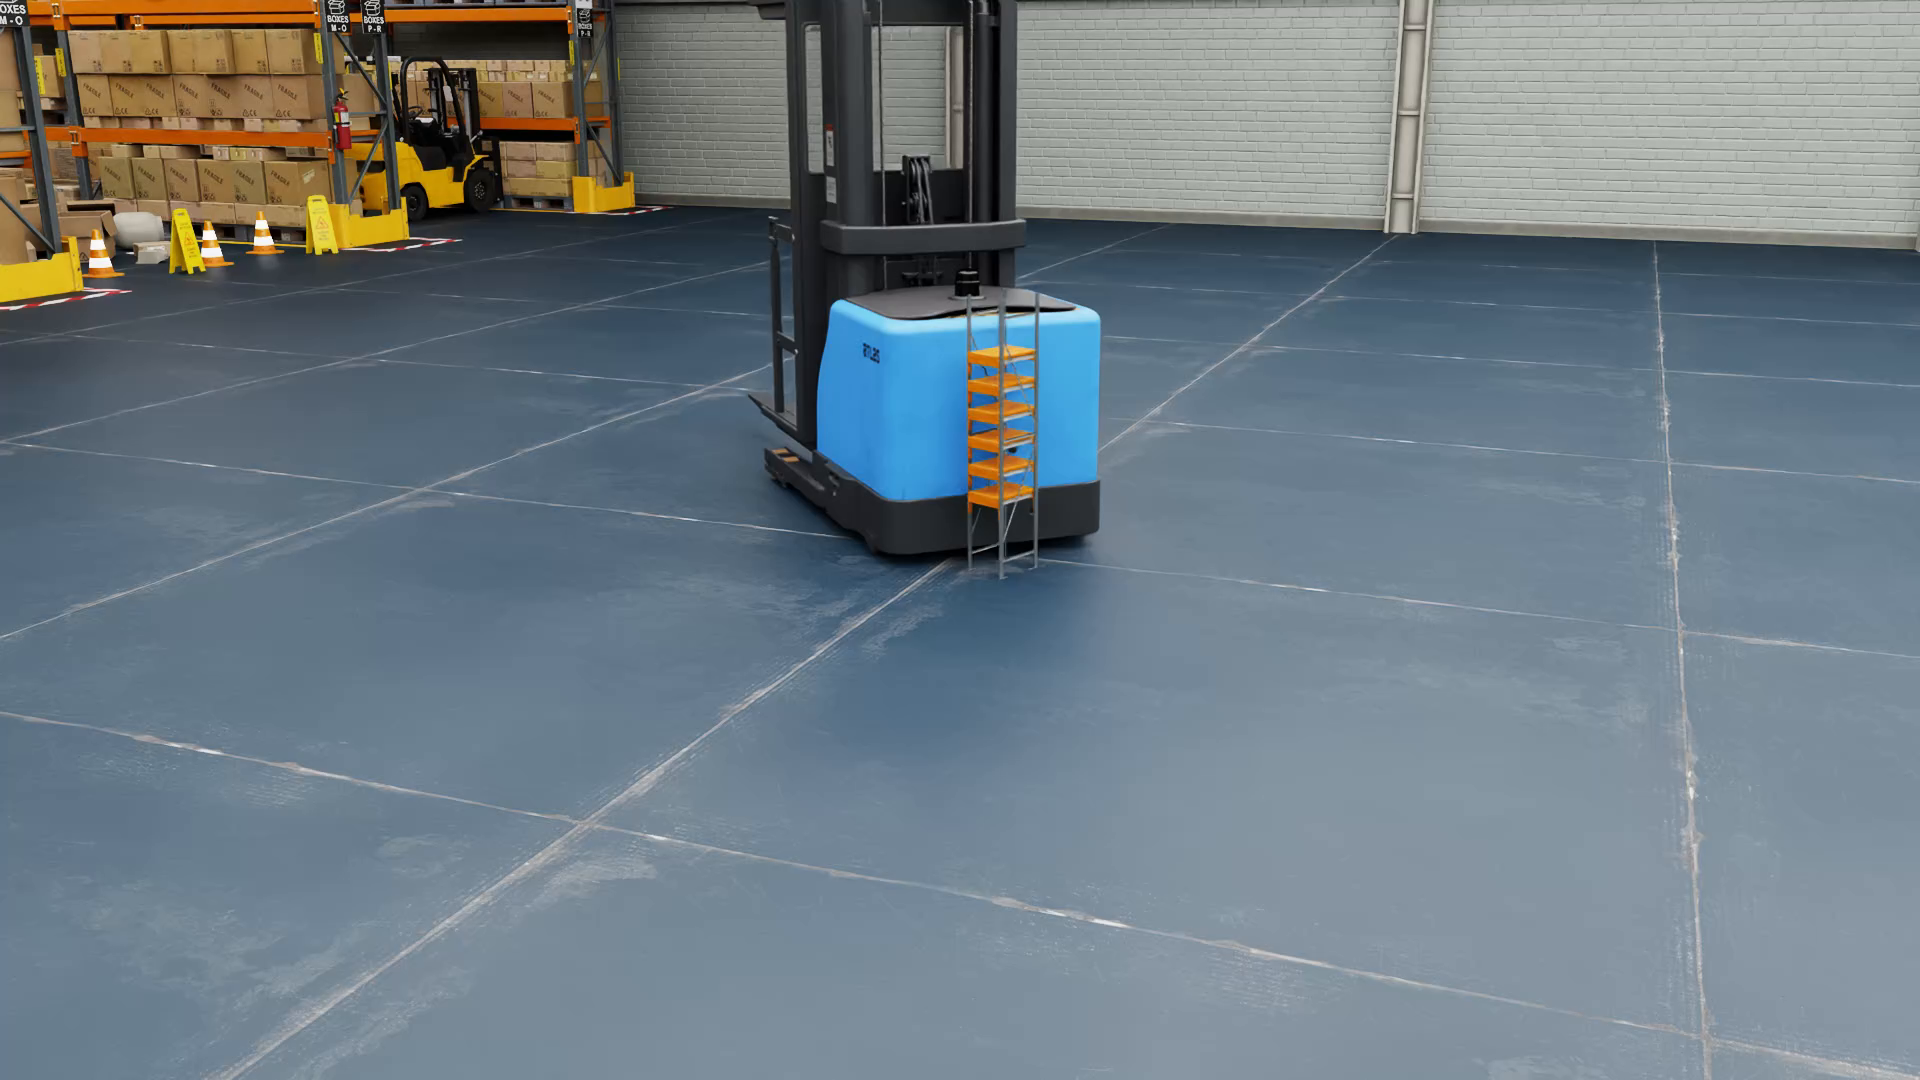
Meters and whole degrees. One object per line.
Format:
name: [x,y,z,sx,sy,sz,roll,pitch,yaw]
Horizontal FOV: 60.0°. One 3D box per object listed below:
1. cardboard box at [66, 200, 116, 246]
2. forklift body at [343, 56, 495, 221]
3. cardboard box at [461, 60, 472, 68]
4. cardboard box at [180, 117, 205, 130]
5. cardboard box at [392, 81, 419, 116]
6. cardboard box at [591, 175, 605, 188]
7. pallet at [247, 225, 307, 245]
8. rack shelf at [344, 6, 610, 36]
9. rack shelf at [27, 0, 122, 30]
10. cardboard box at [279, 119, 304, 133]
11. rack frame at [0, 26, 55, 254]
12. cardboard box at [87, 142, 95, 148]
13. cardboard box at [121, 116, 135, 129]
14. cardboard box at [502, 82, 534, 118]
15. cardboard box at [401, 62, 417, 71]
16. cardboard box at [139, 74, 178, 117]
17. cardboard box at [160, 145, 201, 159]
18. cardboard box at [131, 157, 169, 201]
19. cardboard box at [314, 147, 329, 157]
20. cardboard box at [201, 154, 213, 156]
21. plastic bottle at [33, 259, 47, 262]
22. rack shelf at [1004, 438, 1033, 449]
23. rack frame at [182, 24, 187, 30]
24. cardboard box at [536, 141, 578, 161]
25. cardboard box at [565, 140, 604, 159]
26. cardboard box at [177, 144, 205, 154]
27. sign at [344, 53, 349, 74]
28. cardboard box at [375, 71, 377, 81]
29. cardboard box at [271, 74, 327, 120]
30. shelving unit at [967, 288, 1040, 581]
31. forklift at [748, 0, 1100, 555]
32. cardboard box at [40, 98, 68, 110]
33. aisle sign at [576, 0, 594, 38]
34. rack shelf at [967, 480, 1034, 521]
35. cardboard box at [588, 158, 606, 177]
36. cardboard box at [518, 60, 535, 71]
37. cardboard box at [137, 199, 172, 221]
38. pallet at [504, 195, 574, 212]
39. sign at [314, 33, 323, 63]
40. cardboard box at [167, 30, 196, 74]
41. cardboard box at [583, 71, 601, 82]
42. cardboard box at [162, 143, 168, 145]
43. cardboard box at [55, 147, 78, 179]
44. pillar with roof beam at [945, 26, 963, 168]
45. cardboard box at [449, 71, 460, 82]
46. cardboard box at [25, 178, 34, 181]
cardboard box: [-10.264,-3.749,19.687,0.500,0.500,0.500,-9,18,-27]
forklift body: [-7.656,-5.603,23.115,1.214,2.155,2.313,6,17,21]
cardboard box: [-7.062,-6.929,24.285,0.250,0.149,0.380,7,17,21]
cardboard box: [-9.155,-5.023,20.046,0.250,0.149,0.380,6,17,20]
cardboard box: [-8.136,-6.585,24.795,0.500,0.500,0.500,7,17,22]
cardboard box: [-5.608,-5.272,24.630,0.500,0.250,0.500,6,17,21]
pallet: [-7.854,-3.763,20.256,1.213,0.211,1.003,6,17,21]
rack shelf: [-7.083,-7.589,24.345,4.000,0.370,1.077,6,17,21]
rack shelf: [-12.622,-6.710,21.318,4.000,0.370,1.077,6,17,21]
cardboard box: [-7.743,-4.861,19.488,0.250,0.149,0.380,6,17,20]
rack frame: [-8.764,-3.707,15.061,0.053,2.616,0.949,6,17,21]
cardboard box: [-14.172,-6.528,27.346,0.250,0.149,0.380,6,17,20]
cardboard box: [-10.073,-5.143,20.460,0.250,0.149,0.380,6,17,20]
cardboard box: [-6.256,-6.375,24.074,0.500,0.500,0.500,7,18,22]
cardboard box: [-8.037,-7.011,24.568,0.250,0.149,0.380,7,17,22]
cardboard box: [-9.516,-5.384,20.128,0.500,0.500,0.500,6,17,20]
cardboard box: [-9.487,-4.726,20.243,0.250,0.149,0.380,7,18,24]
cardboard box: [-9.809,-4.470,20.525,0.500,0.500,0.500,7,18,23]
cardboard box: [-9.433,-5.810,25.814,0.625,0.625,0.875,7,18,23]
cardboard box: [-9.639,-4.610,21.006,0.500,0.500,0.500,7,17,22]
plastic bottle: [-9.786,-2.967,17.783,0.283,0.061,0.133,0,16,1]
rack shelf: [0.182,-0.421,7.055,0.166,0.020,0.199,15,22,42]
rack frame: [-12.666,-7.107,26.774,0.053,2.616,0.949,6,17,21]
cardboard box: [-5.765,-5.617,24.027,0.500,0.250,0.500,7,18,22]
cardboard box: [-5.600,-5.749,24.482,0.500,0.250,0.500,6,17,20]
cardboard box: [-12.089,-6.102,26.817,0.625,0.625,0.875,7,18,22]
sign: [-9.133,-7.075,24.729,0.005,0.325,0.100,6,17,21]
cardboard box: [-8.502,-6.931,24.826,0.250,0.149,0.380,7,17,22]
cardboard box: [-7.646,-5.177,19.412,0.500,0.500,0.500,6,17,20]
shelving unit: [0.182,-0.444,7.048,0.189,1.200,0.258,15,22,42]
forklift: [-0.384,-1.669,8.325,1.129,2.843,3.031,-6,17,-21]
cardboard box: [-11.341,-5.473,20.843,0.250,0.149,0.380,7,17,21]
aisle sign: [-5.269,-7.455,23.310,0.004,0.787,0.394,6,17,21]
rack shelf: [0.184,-0.171,7.129,0.180,0.103,0.258,15,22,42]
cardboard box: [-5.584,-5.513,24.564,0.500,0.250,0.500,7,17,22]
cardboard box: [-6.127,-6.811,23.877,0.250,0.149,0.380,7,17,22]
cardboard box: [-9.811,-4.110,20.629,0.500,0.250,0.500,7,18,24]
pallet: [-5.949,-5.018,24.579,1.213,0.211,1.003,6,17,21]
sign: [-7.262,-5.568,18.828,0.005,0.325,0.100,6,17,21]
cardboard box: [-8.989,-5.835,19.885,0.500,0.500,0.700,6,17,20]
cardboard box: [-5.443,-6.751,24.205,0.250,0.149,0.380,6,17,19]
cardboard box: [-13.035,-6.555,27.439,0.250,0.149,0.380,7,18,23]
cardboard box: [-14.576,-6.252,27.558,0.500,0.500,0.500,6,17,19]
pillar with roof beam: [-1.537,-7.745,18.212,0.400,9.000,9.100,6,17,21]
cardboard box: [-7.312,-6.794,24.353,0.250,0.149,0.380,6,17,19]
cardboard box: [-12.567,-4.547,21.916,0.625,0.372,0.950,7,18,22]
